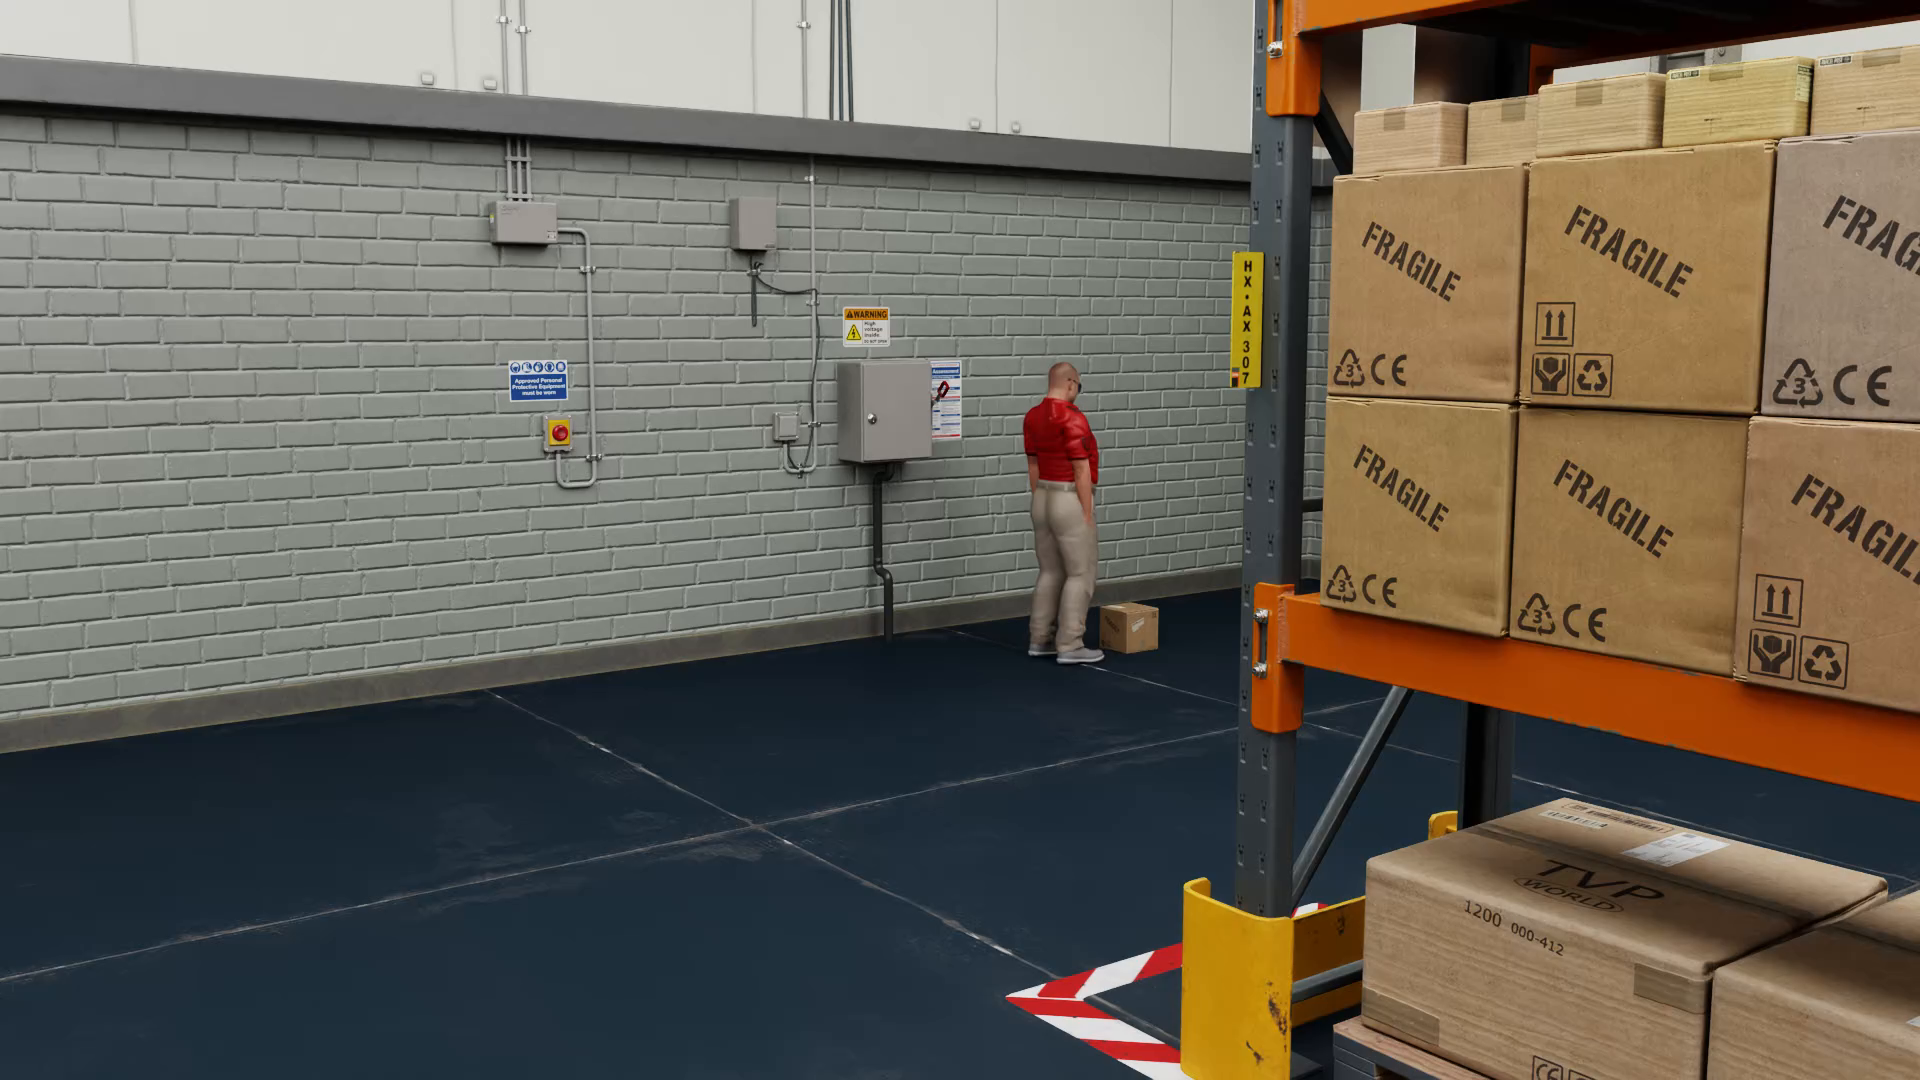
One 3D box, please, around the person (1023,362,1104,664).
[{"bbox_3d":[0.600,-0.162,9.606,0.358,1.721,0.530,-5,9,-35],"label":"person"}]
